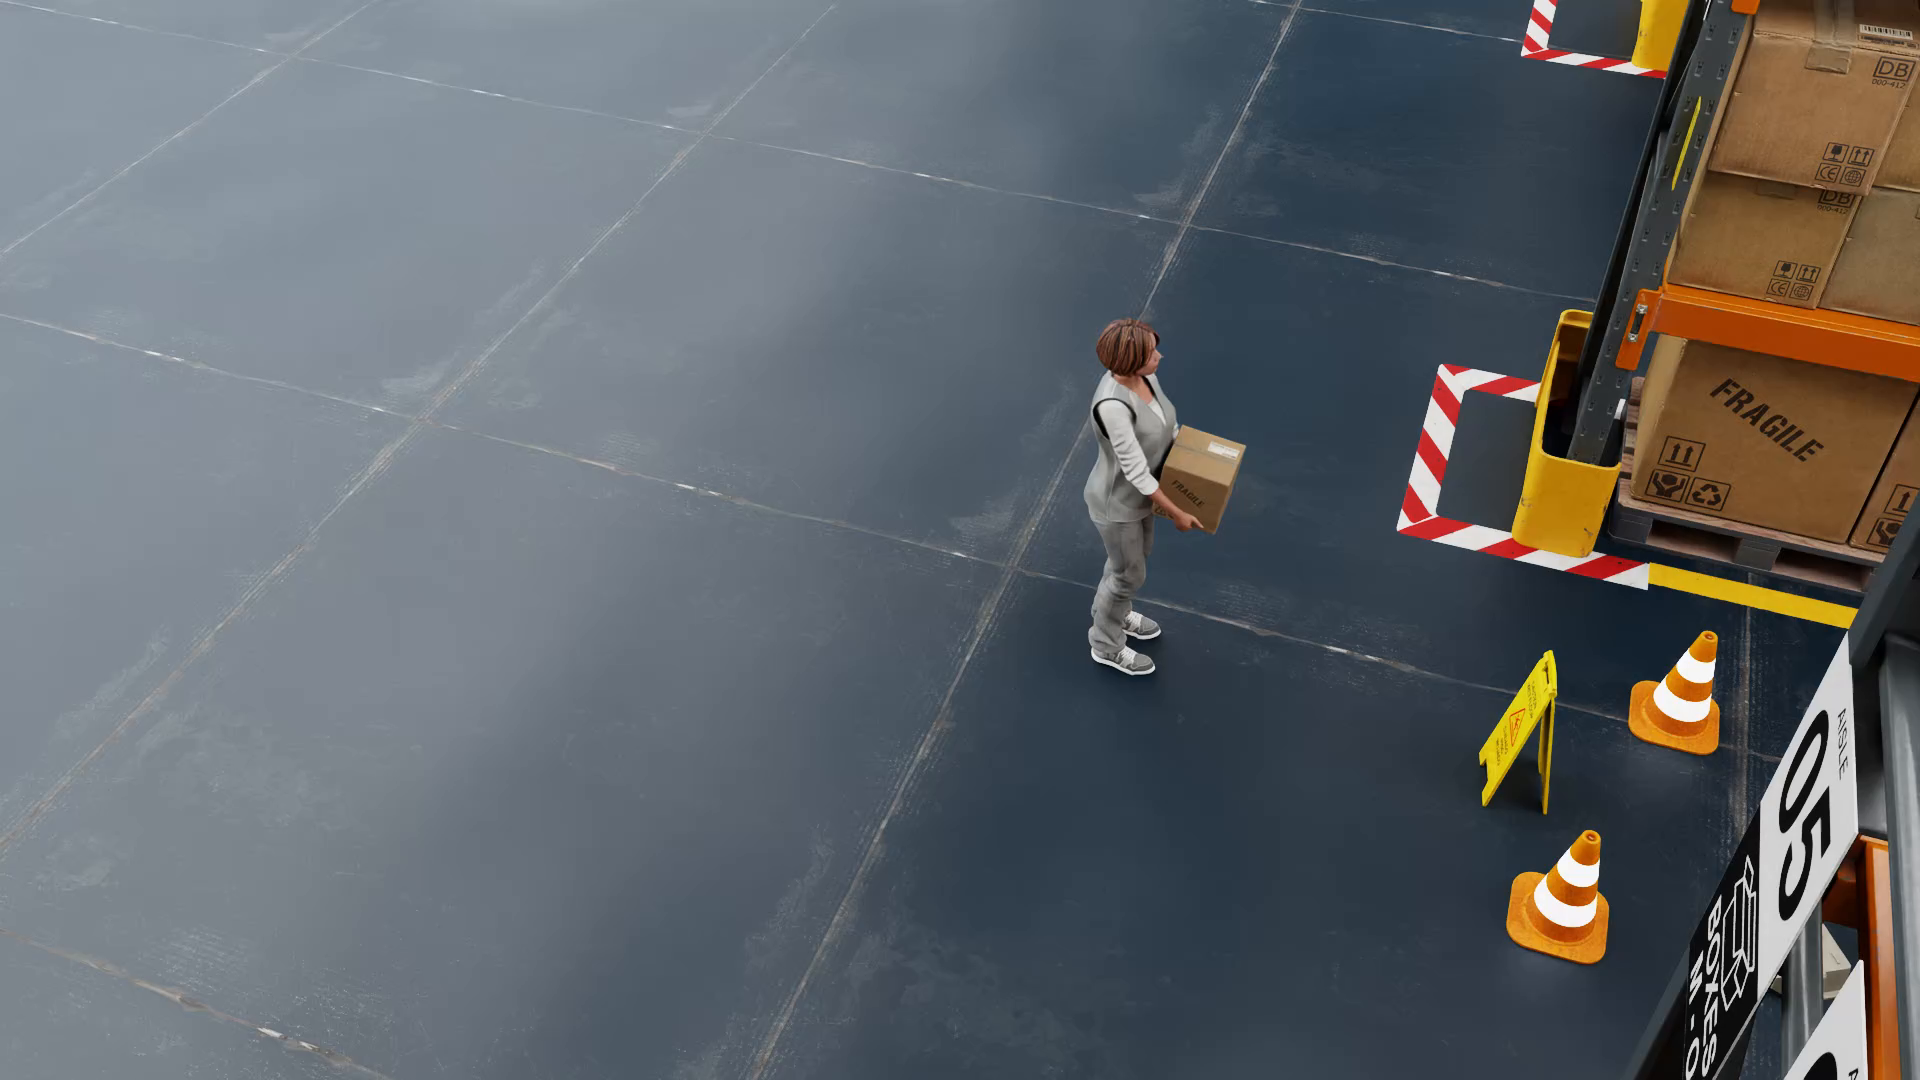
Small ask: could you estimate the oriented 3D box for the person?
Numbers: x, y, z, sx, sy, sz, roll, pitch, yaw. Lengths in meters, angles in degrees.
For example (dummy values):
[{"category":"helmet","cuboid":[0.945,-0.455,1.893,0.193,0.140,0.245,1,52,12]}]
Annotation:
[{"category":"person","cuboid":[0.716,-0.140,6.327,0.488,1.593,0.405,15,44,16]}]
